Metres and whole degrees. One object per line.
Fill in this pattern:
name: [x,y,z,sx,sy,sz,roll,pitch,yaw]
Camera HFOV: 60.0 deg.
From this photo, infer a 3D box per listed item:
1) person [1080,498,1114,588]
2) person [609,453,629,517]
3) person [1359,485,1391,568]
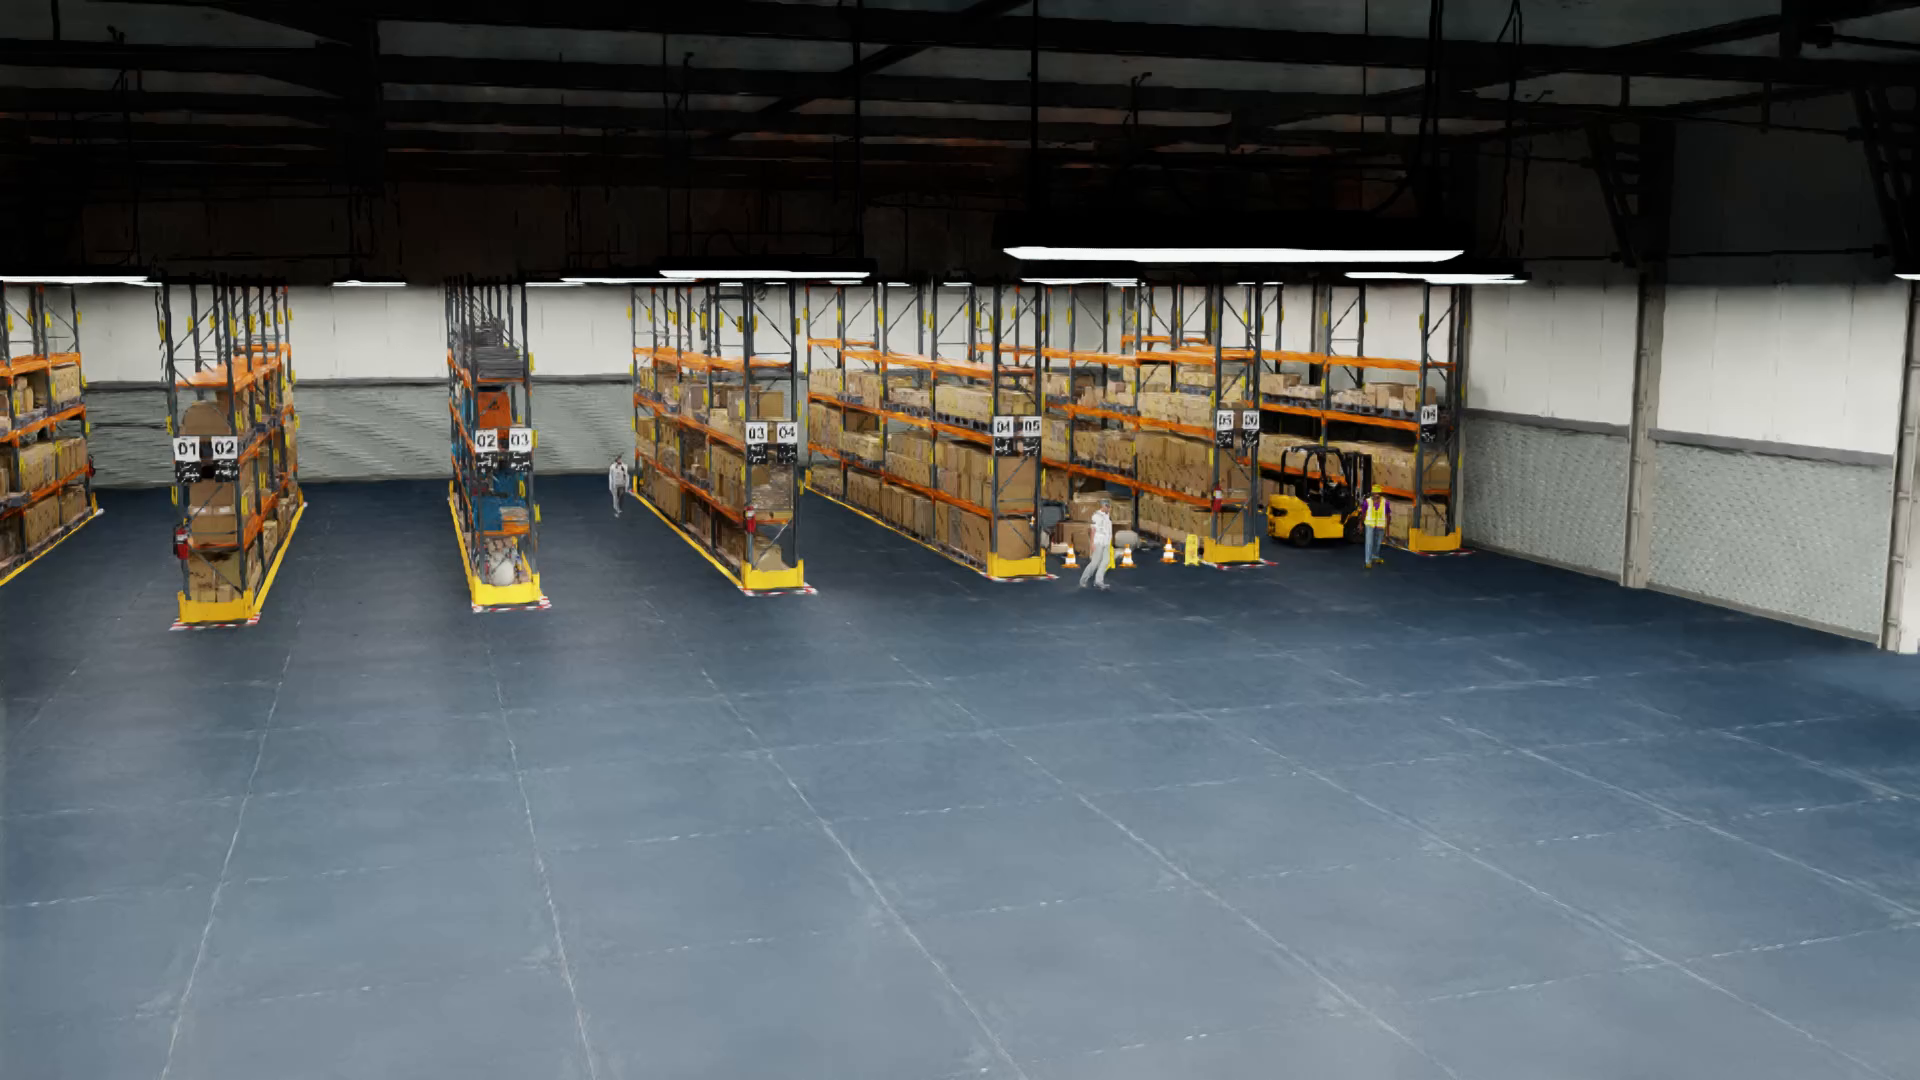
person: [2.620,0.046,32.015,0.575,1.745,0.602,6,11,36]
person: [-8.598,-1.405,41.992,0.488,1.584,1.089,-3,9,-20]
person: [8.603,-0.301,34.464,0.618,1.720,0.972,1,9,4]
